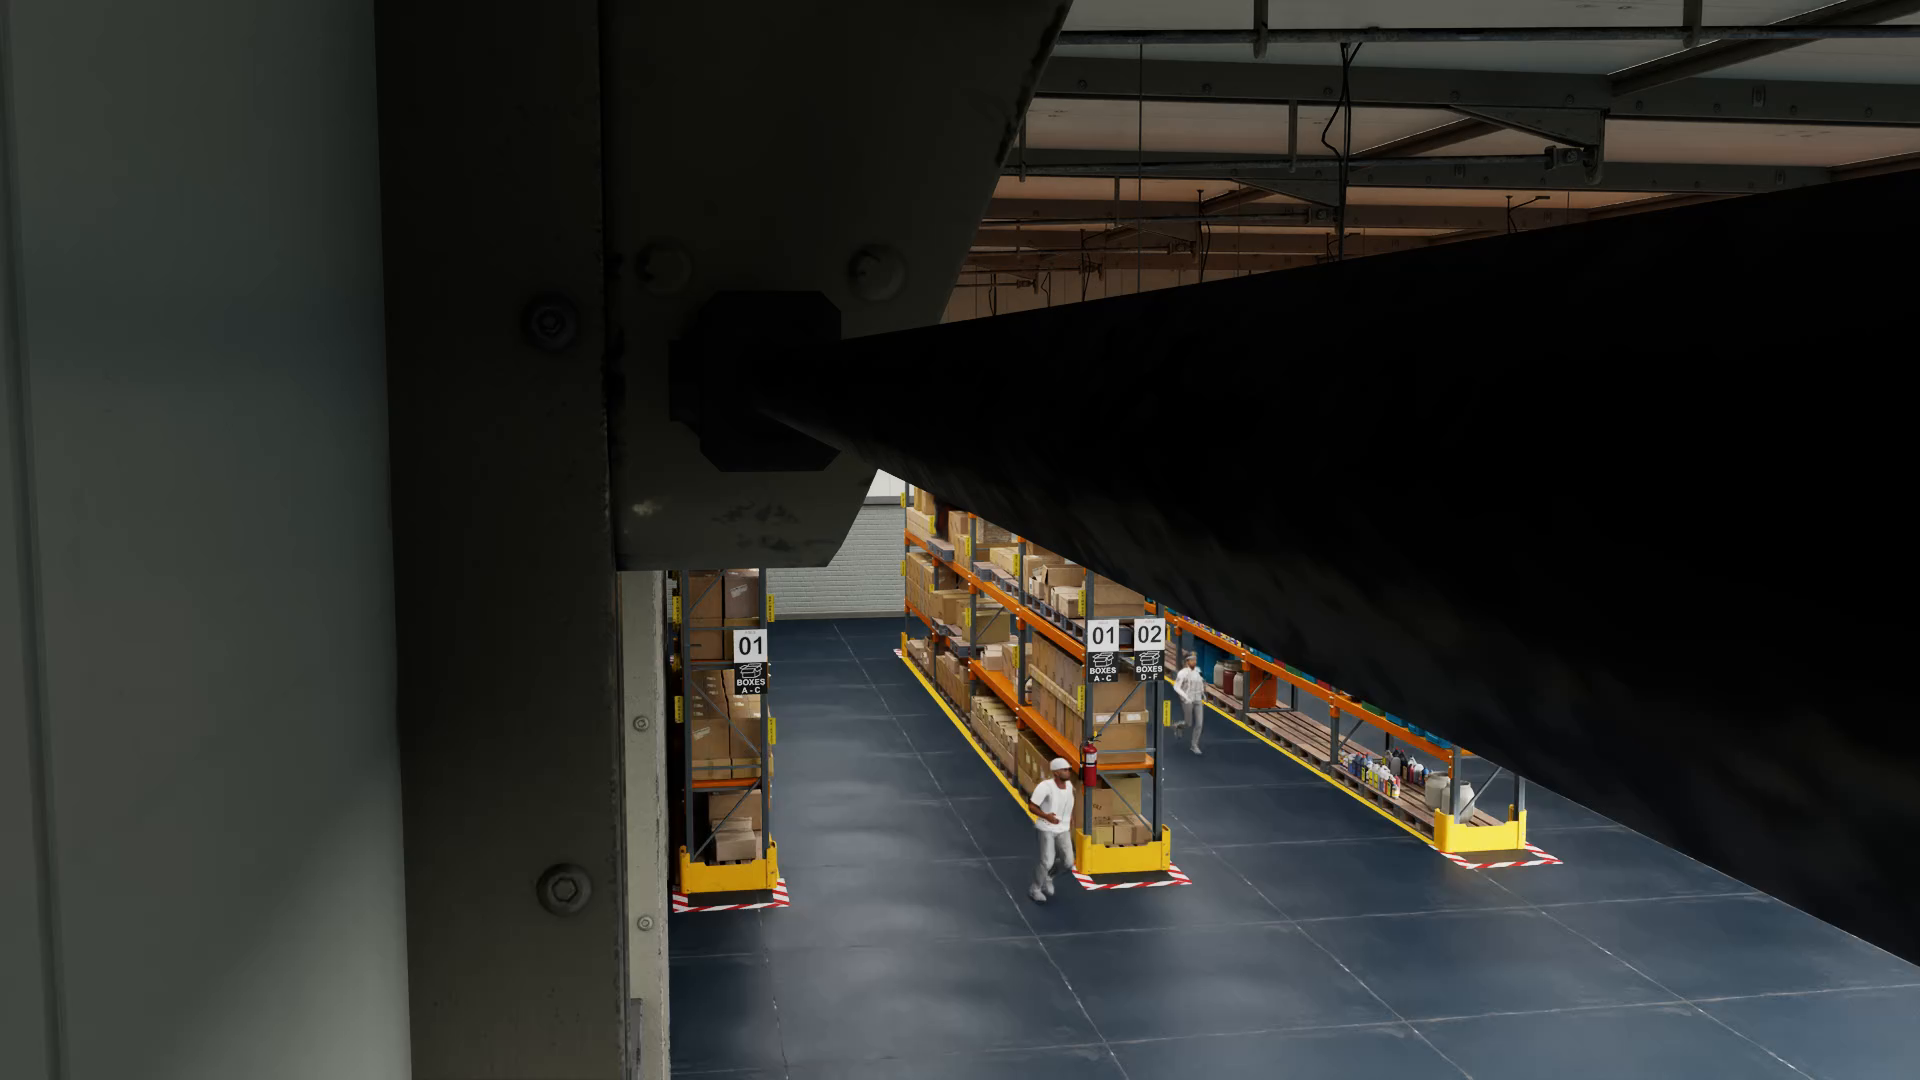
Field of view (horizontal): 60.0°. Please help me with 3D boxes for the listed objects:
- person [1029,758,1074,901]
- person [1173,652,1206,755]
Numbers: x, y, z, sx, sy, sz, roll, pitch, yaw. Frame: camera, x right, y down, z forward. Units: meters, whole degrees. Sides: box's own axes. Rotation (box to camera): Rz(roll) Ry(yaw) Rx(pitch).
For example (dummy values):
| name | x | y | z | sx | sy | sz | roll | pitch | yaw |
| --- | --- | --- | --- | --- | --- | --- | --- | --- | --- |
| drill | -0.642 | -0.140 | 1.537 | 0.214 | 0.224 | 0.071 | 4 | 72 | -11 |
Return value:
| name | x | y | z | sx | sy | sz | roll | pitch | yaw |
| --- | --- | --- | --- | --- | --- | --- | --- | --- | --- |
| person | 1.164 | 3.434 | 19.793 | 0.701 | 1.688 | 0.556 | -4 | 7 | -31 |
| person | 3.817 | 2.663 | 27.526 | 0.617 | 1.682 | 0.747 | -2 | 6 | -22 |
